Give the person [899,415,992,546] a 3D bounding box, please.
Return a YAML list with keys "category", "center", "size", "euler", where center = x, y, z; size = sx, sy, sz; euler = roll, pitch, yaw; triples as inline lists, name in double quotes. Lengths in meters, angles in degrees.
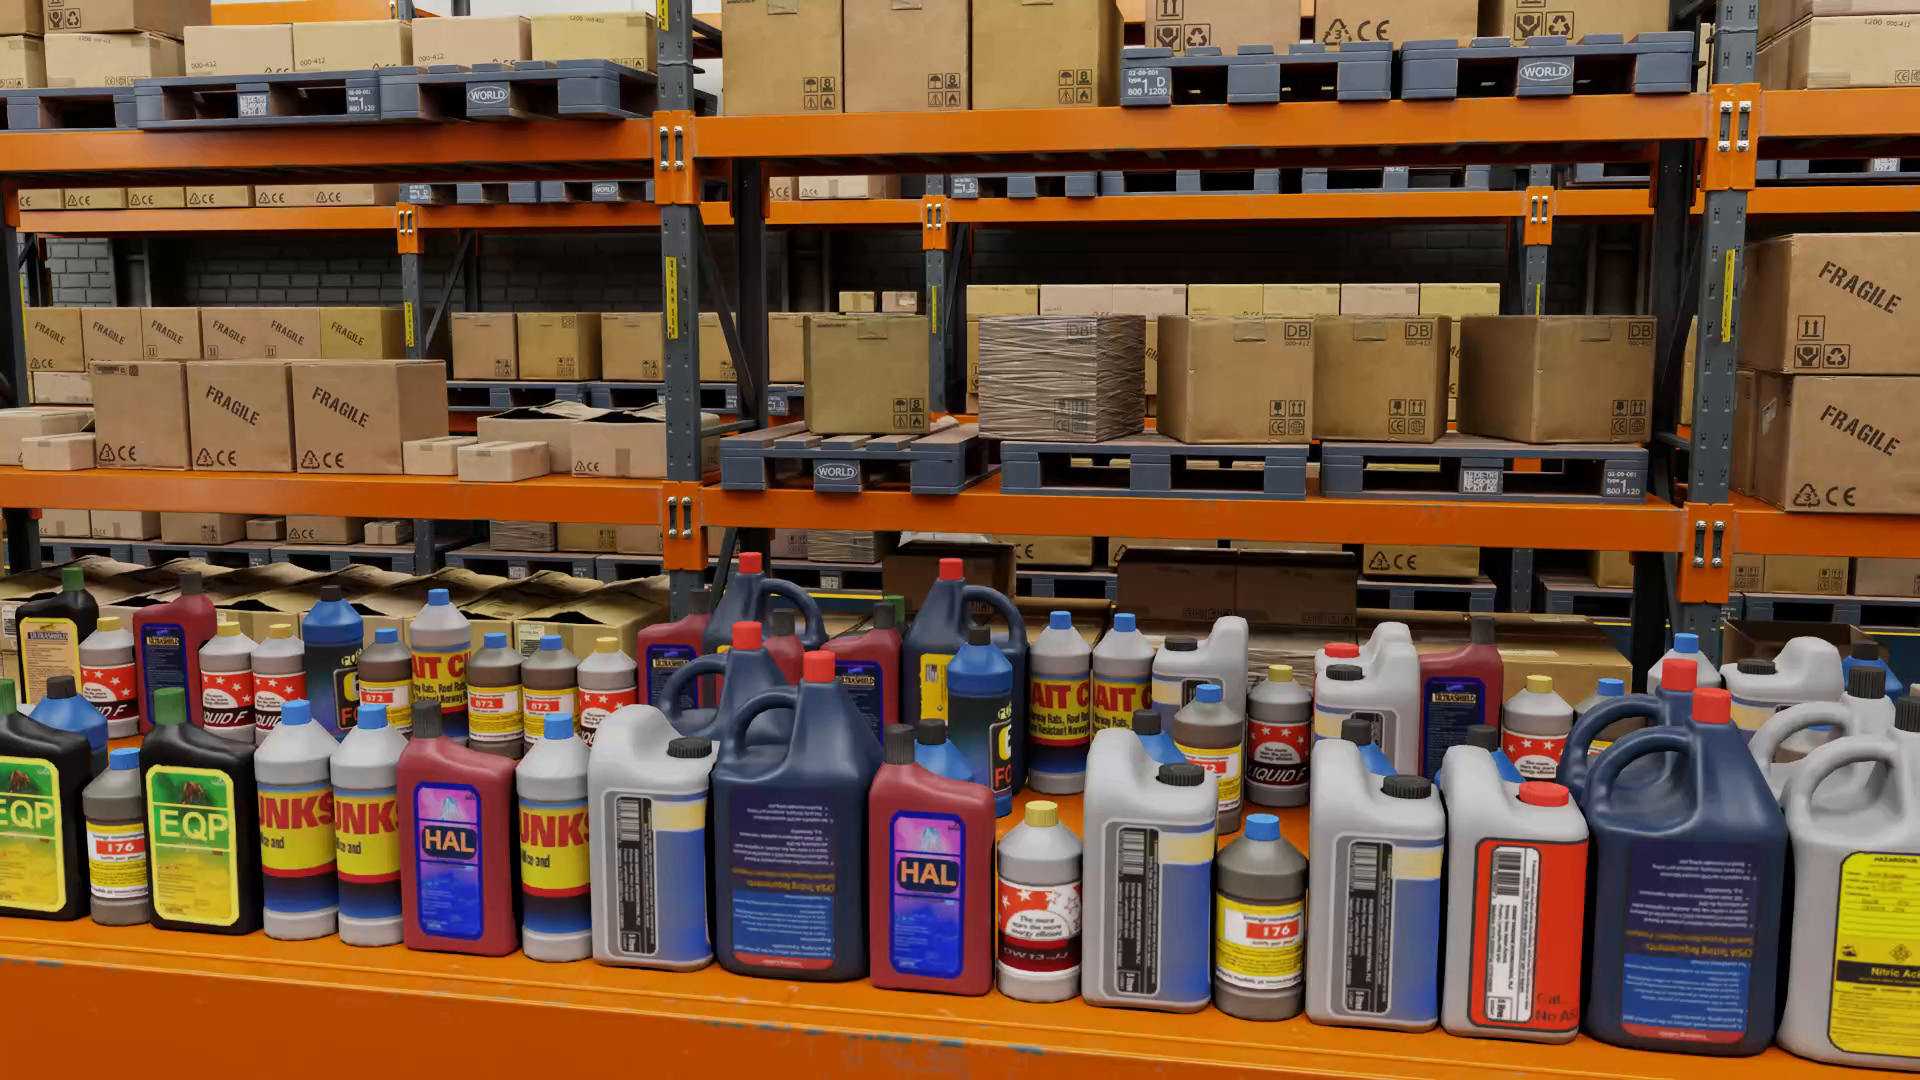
- category: "person"
  center: [-0.119, -0.040, 10.103]
  size: [0.632, 1.388, 0.734]
  euler: [2, 8, 11]
